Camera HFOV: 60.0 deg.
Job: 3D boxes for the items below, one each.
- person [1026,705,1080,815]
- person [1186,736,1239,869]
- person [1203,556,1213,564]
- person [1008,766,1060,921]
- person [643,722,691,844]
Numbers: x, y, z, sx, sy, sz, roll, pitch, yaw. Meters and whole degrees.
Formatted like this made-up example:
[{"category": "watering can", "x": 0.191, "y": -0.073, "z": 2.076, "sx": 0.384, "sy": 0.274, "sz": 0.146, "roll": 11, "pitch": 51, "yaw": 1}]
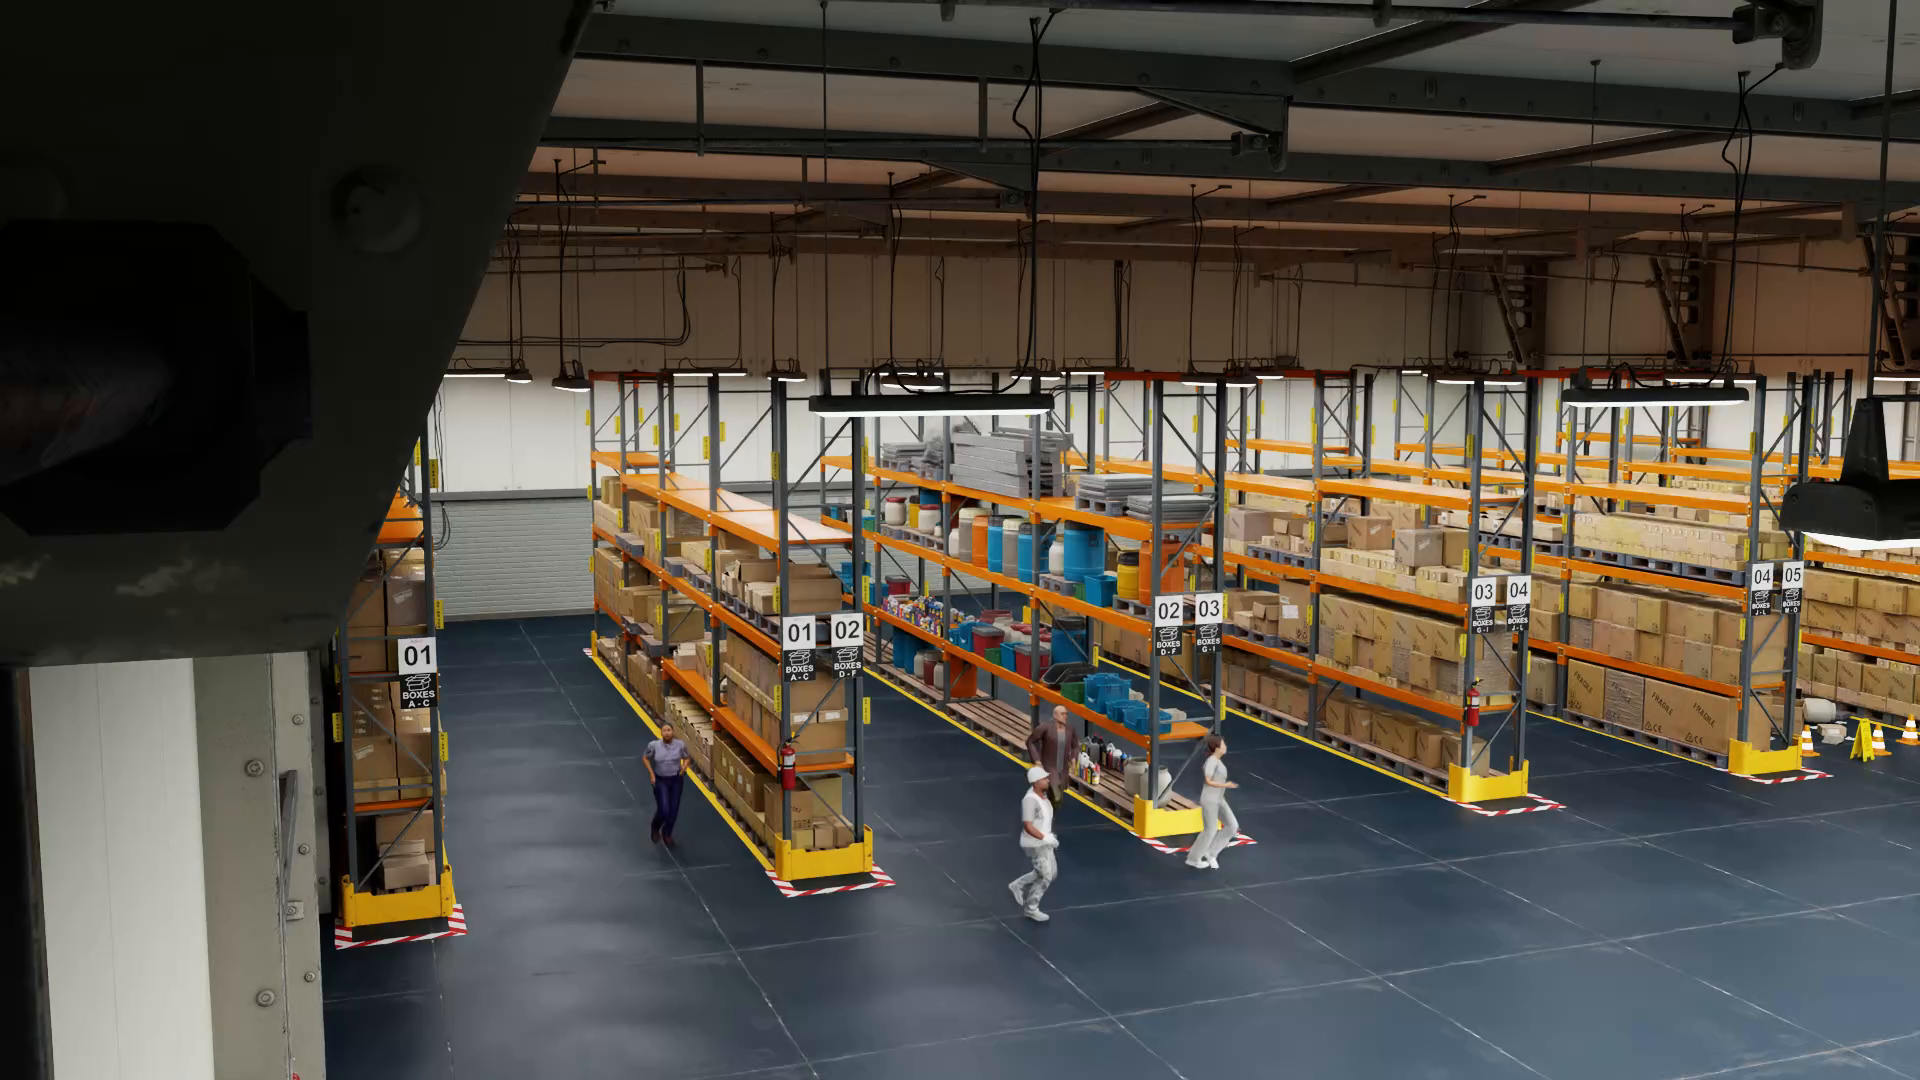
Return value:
[{"category": "person", "x": 1.289, "y": 3.043, "z": 21.862, "sx": 0.689, "sy": 1.733, "sz": 0.602, "roll": -4, "pitch": 7, "yaw": -30}, {"category": "person", "x": 3.165, "y": 3.234, "z": 20.573, "sx": 0.617, "sy": 1.633, "sz": 0.575, "roll": 3, "pitch": 7, "yaw": 26}, {"category": "person", "x": 6.134, "y": 0.865, "z": 41.490, "sx": 0.552, "sy": 1.679, "sz": 0.758, "roll": 0, "pitch": 6, "yaw": 1}, {"category": "person", "x": 0.837, "y": 3.392, "z": 18.679, "sx": 0.618, "sy": 1.737, "sz": 0.718, "roll": 1, "pitch": 6, "yaw": 11}, {"category": "person", "x": -3.745, "y": 3.148, "z": 21.411, "sx": 0.588, "sy": 1.602, "sz": 0.574, "roll": -3, "pitch": 7, "yaw": -21}]
